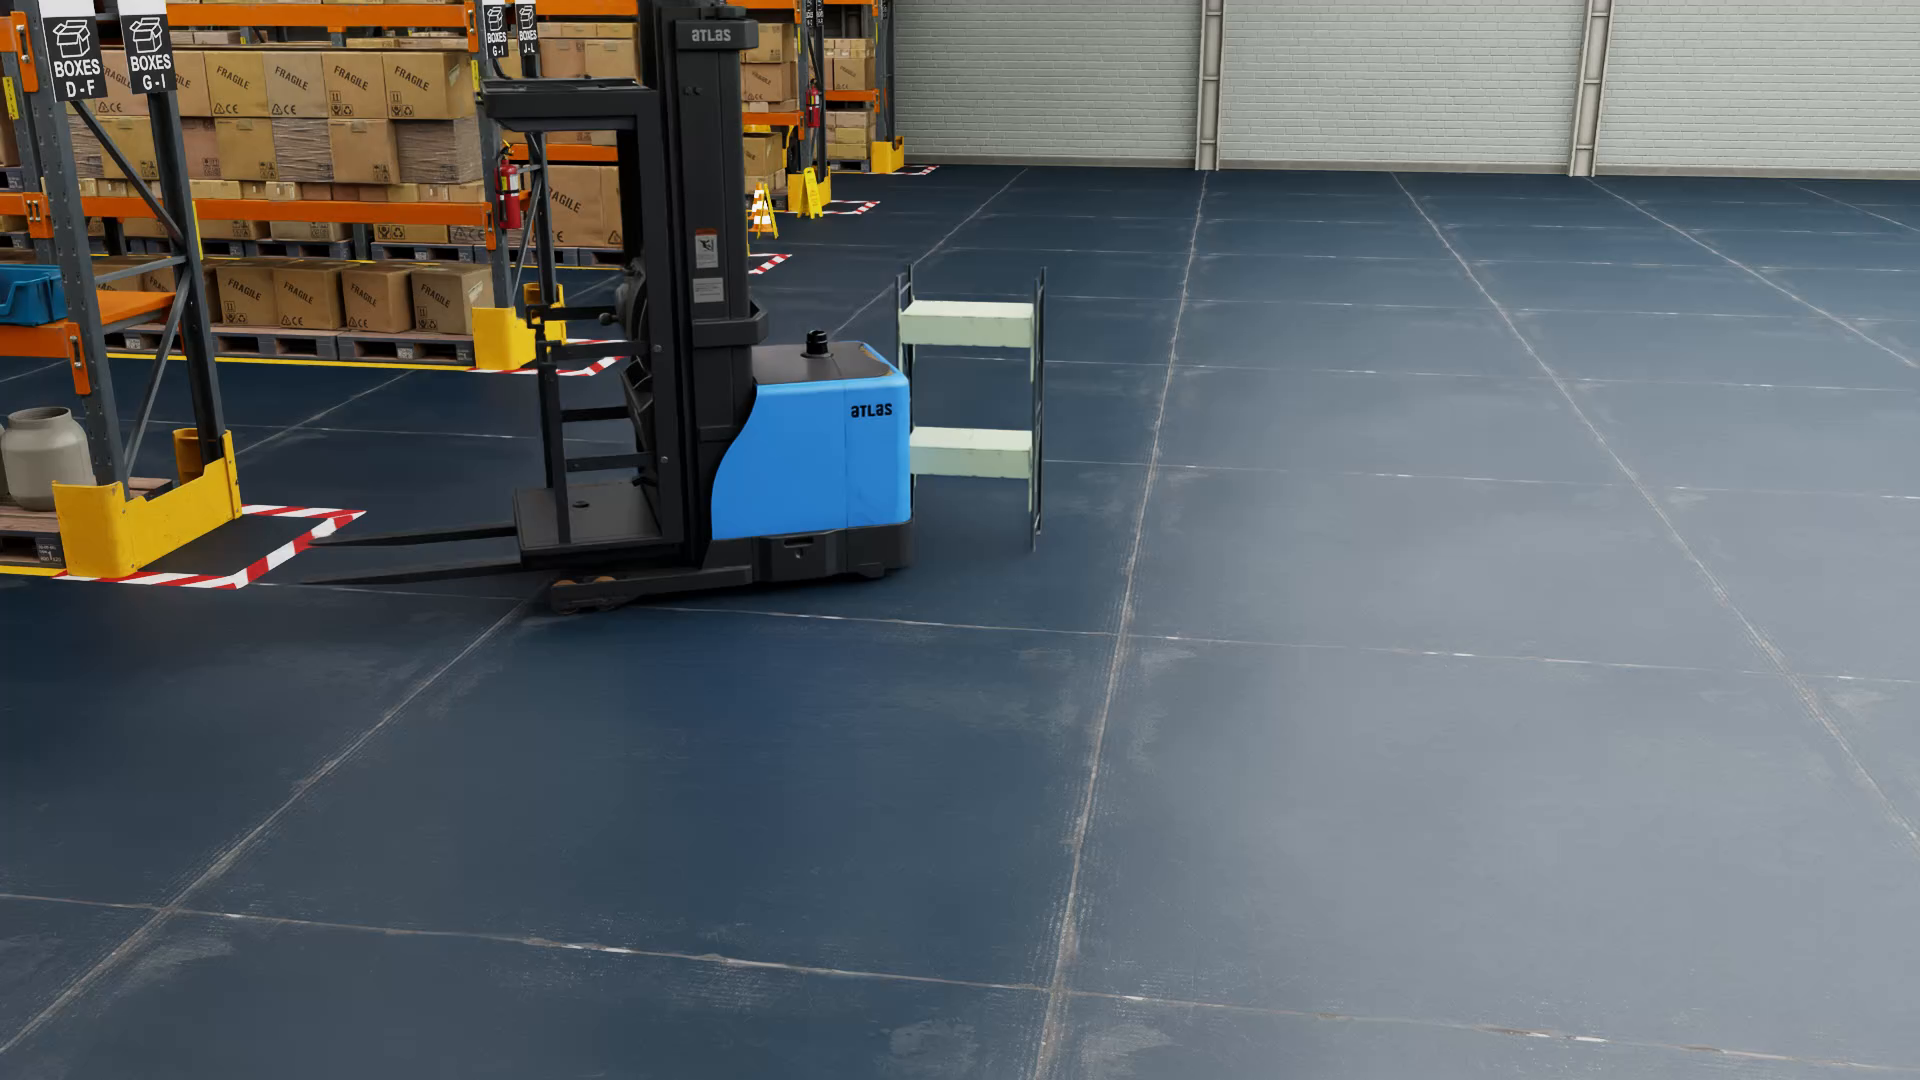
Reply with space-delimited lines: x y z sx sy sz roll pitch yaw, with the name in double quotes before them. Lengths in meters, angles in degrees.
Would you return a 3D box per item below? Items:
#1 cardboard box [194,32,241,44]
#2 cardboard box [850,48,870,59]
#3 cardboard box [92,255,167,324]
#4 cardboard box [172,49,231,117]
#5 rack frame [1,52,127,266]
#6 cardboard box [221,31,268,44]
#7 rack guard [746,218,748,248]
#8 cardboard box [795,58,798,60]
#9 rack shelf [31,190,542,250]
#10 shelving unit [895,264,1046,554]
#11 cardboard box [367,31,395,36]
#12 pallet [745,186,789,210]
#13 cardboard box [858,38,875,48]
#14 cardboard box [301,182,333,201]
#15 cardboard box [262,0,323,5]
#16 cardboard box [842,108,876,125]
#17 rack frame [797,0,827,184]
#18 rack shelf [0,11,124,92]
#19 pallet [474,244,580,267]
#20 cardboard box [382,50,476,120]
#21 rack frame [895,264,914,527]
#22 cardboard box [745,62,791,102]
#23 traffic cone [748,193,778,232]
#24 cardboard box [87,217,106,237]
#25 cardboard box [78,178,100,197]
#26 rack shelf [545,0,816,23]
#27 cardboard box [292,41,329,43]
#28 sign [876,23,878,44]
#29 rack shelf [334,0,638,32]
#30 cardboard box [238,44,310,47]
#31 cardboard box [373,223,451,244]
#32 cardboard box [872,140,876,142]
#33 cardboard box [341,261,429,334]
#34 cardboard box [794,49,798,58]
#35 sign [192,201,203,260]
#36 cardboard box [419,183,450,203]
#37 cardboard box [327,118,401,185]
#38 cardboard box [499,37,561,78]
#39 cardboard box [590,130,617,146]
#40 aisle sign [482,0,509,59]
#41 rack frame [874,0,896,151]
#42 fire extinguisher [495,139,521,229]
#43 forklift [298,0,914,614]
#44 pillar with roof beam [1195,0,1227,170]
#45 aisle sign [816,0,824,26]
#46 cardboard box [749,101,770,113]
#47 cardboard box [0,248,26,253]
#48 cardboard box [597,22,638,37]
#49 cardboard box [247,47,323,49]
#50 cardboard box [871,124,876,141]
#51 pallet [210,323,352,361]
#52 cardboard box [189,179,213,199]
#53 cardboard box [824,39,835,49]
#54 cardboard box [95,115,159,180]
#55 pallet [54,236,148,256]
"cardboard box" -10.468 -6.945 23.598 0.500 0.500 0.500 2 19 7
"cardboard box" -1.621 -7.916 27.056 0.250 0.149 0.380 3 19 9
"cardboard box" -7.150 -2.154 14.292 0.500 0.500 0.500 2 19 7
"cardboard box" -6.147 -3.684 13.383 0.500 0.500 0.500 3 19 9
"rack frame" -7.539 -3.173 14.059 0.127 3.000 1.000 3 19 9
"cardboard box" -10.364 -7.102 24.069 0.500 0.500 0.500 2 19 7
"rack guard" -2.679 -3.334 18.480 0.348 0.500 1.175 3 19 9
"cardboard box" -2.778 -7.676 27.361 0.500 0.500 0.500 3 19 8
"rack shelf" -5.564 -2.731 13.873 4.000 0.370 1.077 3 19 9
"shelving unit" 0.060 -0.717 9.084 0.755 1.500 0.431 3 19 8
"cardboard box" -8.256 -7.180 23.725 0.250 0.149 0.380 2 19 6
"pallet" -2.889 -4.810 23.346 1.213 0.211 1.003 3 19 9
"cardboard box" -1.532 -8.212 27.469 0.250 0.149 0.380 3 19 8
"cardboard box" -5.140 -2.860 13.520 0.250 0.149 0.380 3 19 9
"cardboard box" -5.104 -4.321 12.998 0.500 0.250 0.500 3 19 10
"cardboard box" -1.678 -7.085 27.845 0.500 0.250 0.500 3 19 8
"rack frame" -2.018 -6.077 22.737 0.127 3.000 1.000 3 19 9
"rack shelf" -6.350 -2.602 8.759 4.000 0.370 1.077 3 19 9
"pallet" -4.706 -3.276 18.762 1.213 0.211 1.003 3 19 9
"cardboard box" -4.172 -3.585 13.087 0.500 0.500 0.500 3 19 9
"rack frame" -0.302 -0.734 9.134 0.023 1.500 0.400 3 19 8
"cardboard box" -2.597 -6.206 22.497 0.500 0.500 0.500 3 19 8
"traffic cone" -2.487 -4.126 20.906 0.334 0.463 0.336 3 19 9
"cardboard box" -10.015 -3.997 19.405 0.750 0.750 1.050 3 19 8
"cardboard box" -7.129 -2.932 13.736 0.250 0.149 0.380 3 19 9
"rack shelf" -3.992 -7.259 22.676 4.000 0.370 1.077 3 19 9
"cardboard box" -9.423 -6.931 24.002 0.500 0.500 0.500 2 19 7
"sign" -1.334 -8.124 26.658 0.005 0.325 0.100 3 19 9
"rack shelf" -4.678 -5.703 18.026 4.000 0.370 1.077 3 19 9
"cardboard box" -7.652 -5.292 18.659 0.500 0.500 0.700 3 19 8
"cardboard box" -6.042 -3.860 18.799 0.875 0.875 0.875 3 19 9
"cardboard box" -1.688 -6.613 28.012 0.500 0.250 0.500 3 19 9
"cardboard box" -4.799 -2.042 13.955 0.500 0.500 0.500 8 20 23
"cardboard box" -2.638 -7.967 27.207 0.250 0.149 0.380 2 19 7
"sign" -4.283 -1.724 9.291 0.005 0.325 0.100 3 19 9
"cardboard box" -4.150 -2.815 13.385 0.250 0.149 0.380 3 19 9
"cardboard box" -4.641 -3.184 13.466 0.500 0.500 0.875 3 19 9
"cardboard box" -4.696 -5.190 18.149 0.500 0.550 0.875 3 19 9
"cardboard box" -3.623 -4.617 18.139 0.550 0.550 0.875 3 19 9
"aisle sign" -3.576 -4.108 12.755 0.004 0.787 0.394 3 19 9
"rack frame" -1.234 -7.632 27.385 0.127 3.000 1.000 3 19 9
"fire extinguisher" -3.549 -2.785 13.021 0.183 0.674 0.296 3 19 9
"forklift" -1.819 -1.210 8.300 3.031 2.935 1.130 -5 19 -16
"pillar with roof beam" 3.463 -9.144 22.448 0.400 9.000 9.100 3 19 9
"aisle sign" -1.907 -7.403 22.605 0.004 0.787 0.394 3 19 9
"cardboard box" -2.688 -5.887 22.567 0.250 0.149 0.380 3 19 8
"cardboard box" -8.610 -2.264 14.588 0.500 0.500 0.700 3 19 8
"cardboard box" -4.575 -6.784 22.649 0.500 0.500 0.700 3 19 7
"cardboard box" -5.570 -3.823 13.799 0.500 0.500 0.500 3 19 9
"cardboard box" -1.665 -6.853 27.940 0.500 0.250 0.500 3 19 10
"pallet" -5.662 -1.767 14.253 1.213 0.211 1.003 3 19 9
"cardboard box" -6.136 -2.894 13.620 0.250 0.149 0.380 3 19 9
"cardboard box" -2.132 -8.087 27.097 0.250 0.149 0.380 3 19 10
"cardboard box" -6.616 -3.283 13.763 0.500 0.500 0.875 3 19 9
"pallet" -9.835 -3.538 19.543 1.213 0.211 1.003 3 19 9
